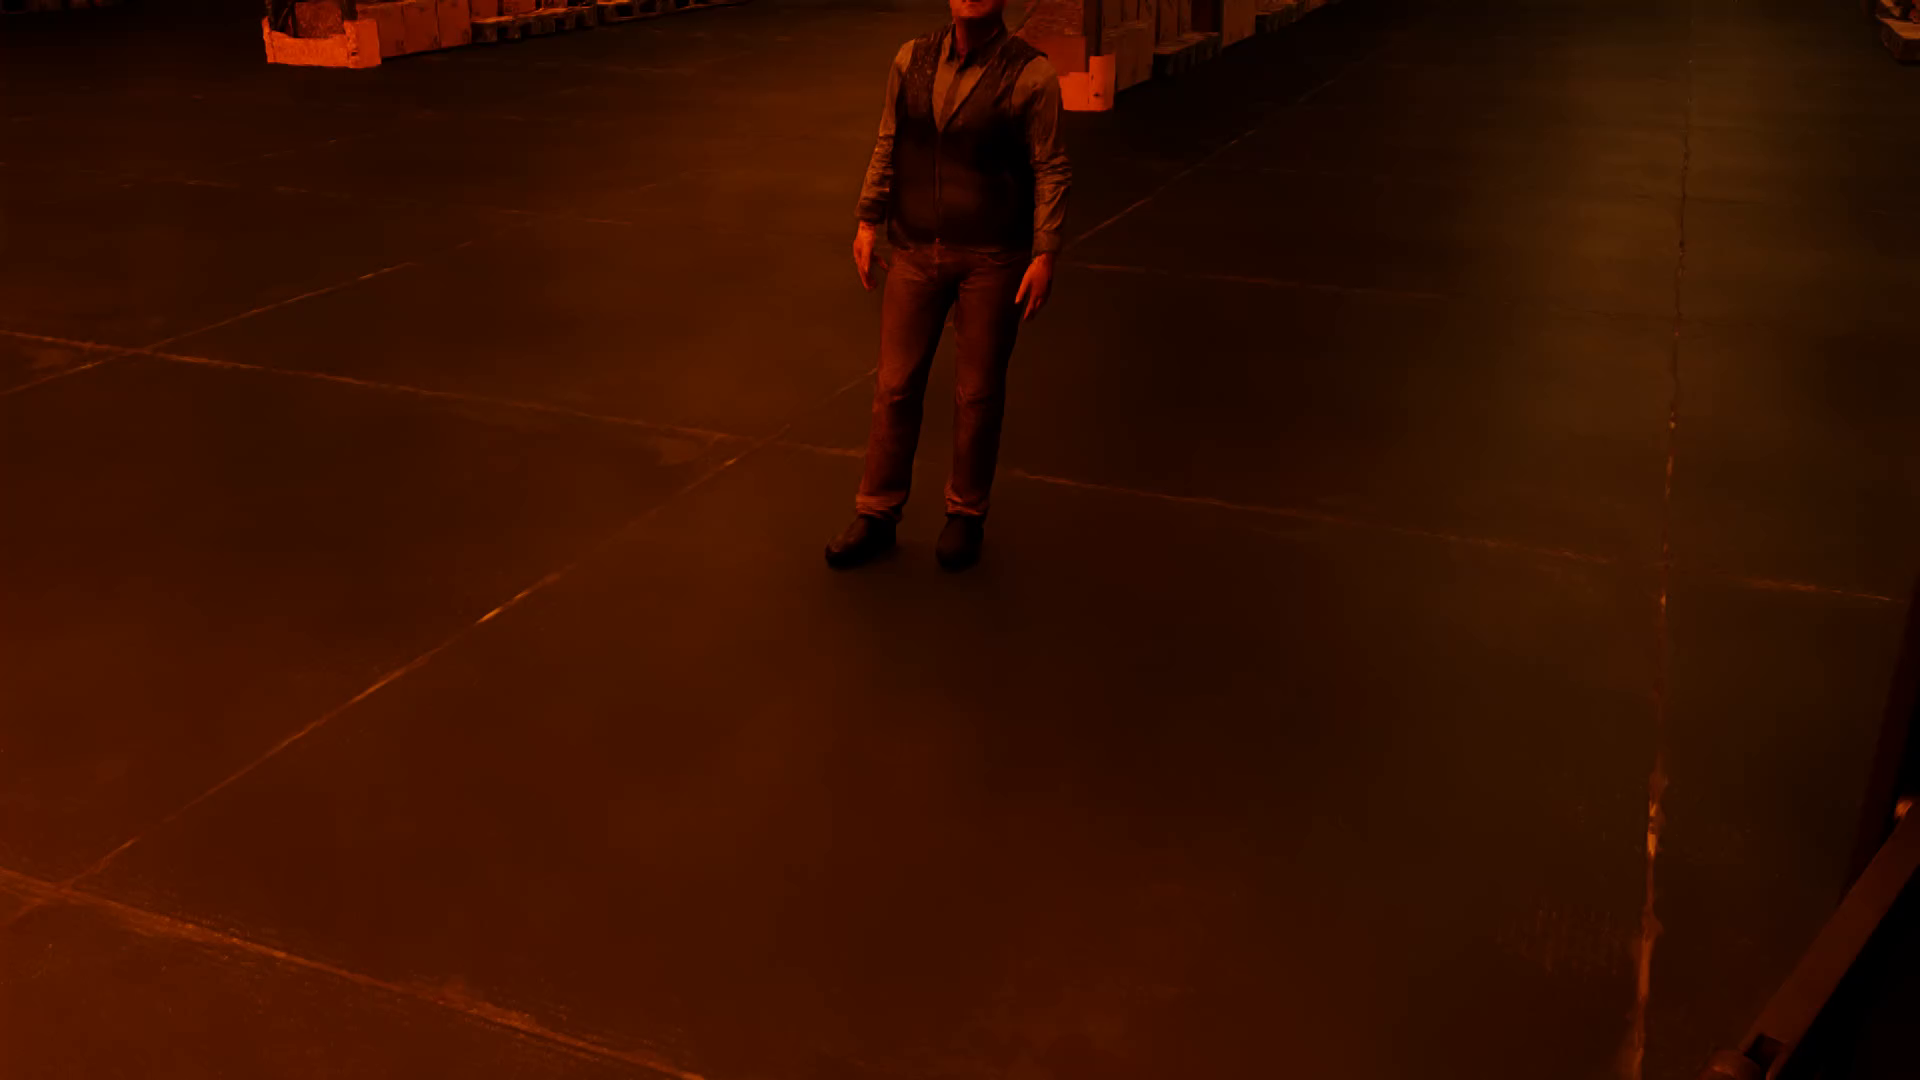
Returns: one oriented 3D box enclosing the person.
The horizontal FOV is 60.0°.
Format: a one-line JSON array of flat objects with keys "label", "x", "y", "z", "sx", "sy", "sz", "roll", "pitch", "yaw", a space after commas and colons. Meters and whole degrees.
[{"label": "person", "x": -0.031, "y": -0.780, "z": 4.708, "sx": 0.632, "sy": 1.720, "sz": 0.567, "roll": 9, "pitch": 24, "yaw": 21}]
